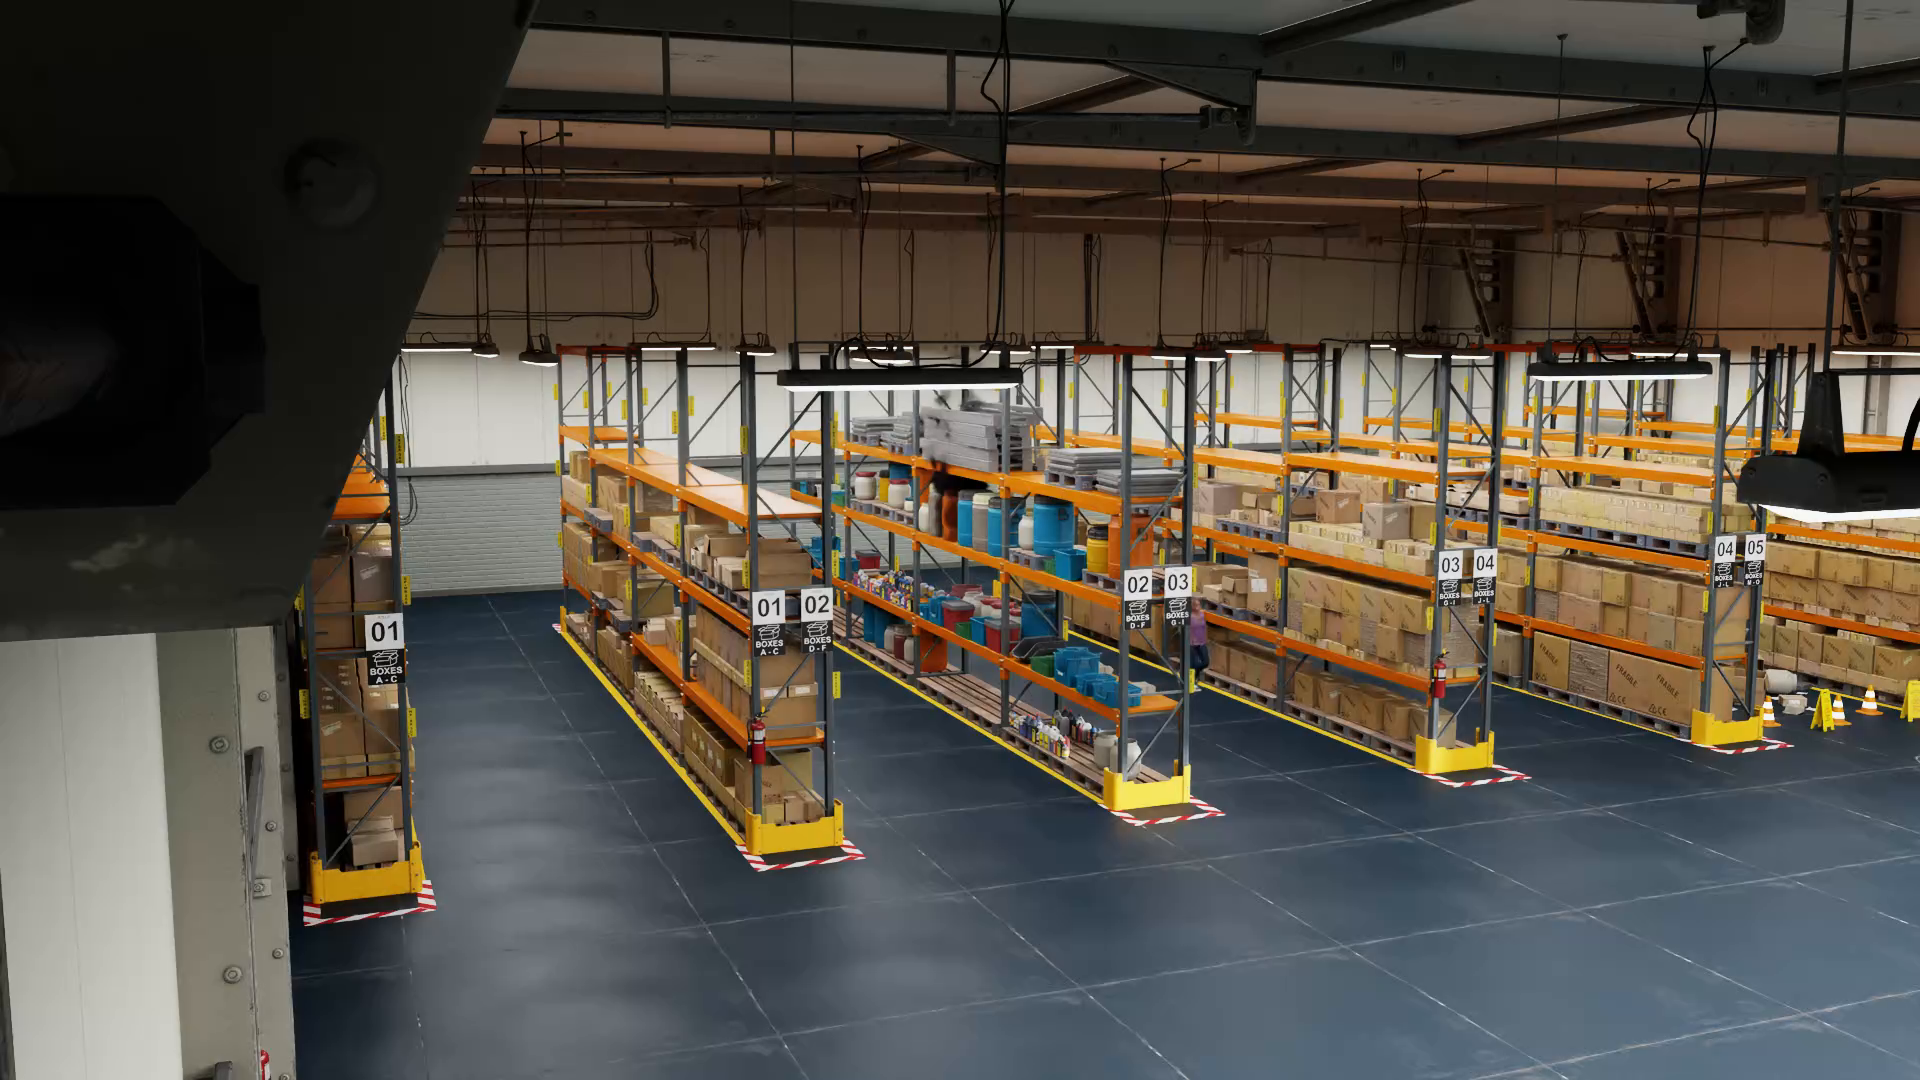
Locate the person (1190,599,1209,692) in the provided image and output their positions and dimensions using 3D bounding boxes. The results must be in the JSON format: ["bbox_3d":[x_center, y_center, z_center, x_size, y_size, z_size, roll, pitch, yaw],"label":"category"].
[{"bbox_3d":[3.937,1.753,27.691,0.512,1.567,0.491,-3,8,-25],"label":"person"}]
